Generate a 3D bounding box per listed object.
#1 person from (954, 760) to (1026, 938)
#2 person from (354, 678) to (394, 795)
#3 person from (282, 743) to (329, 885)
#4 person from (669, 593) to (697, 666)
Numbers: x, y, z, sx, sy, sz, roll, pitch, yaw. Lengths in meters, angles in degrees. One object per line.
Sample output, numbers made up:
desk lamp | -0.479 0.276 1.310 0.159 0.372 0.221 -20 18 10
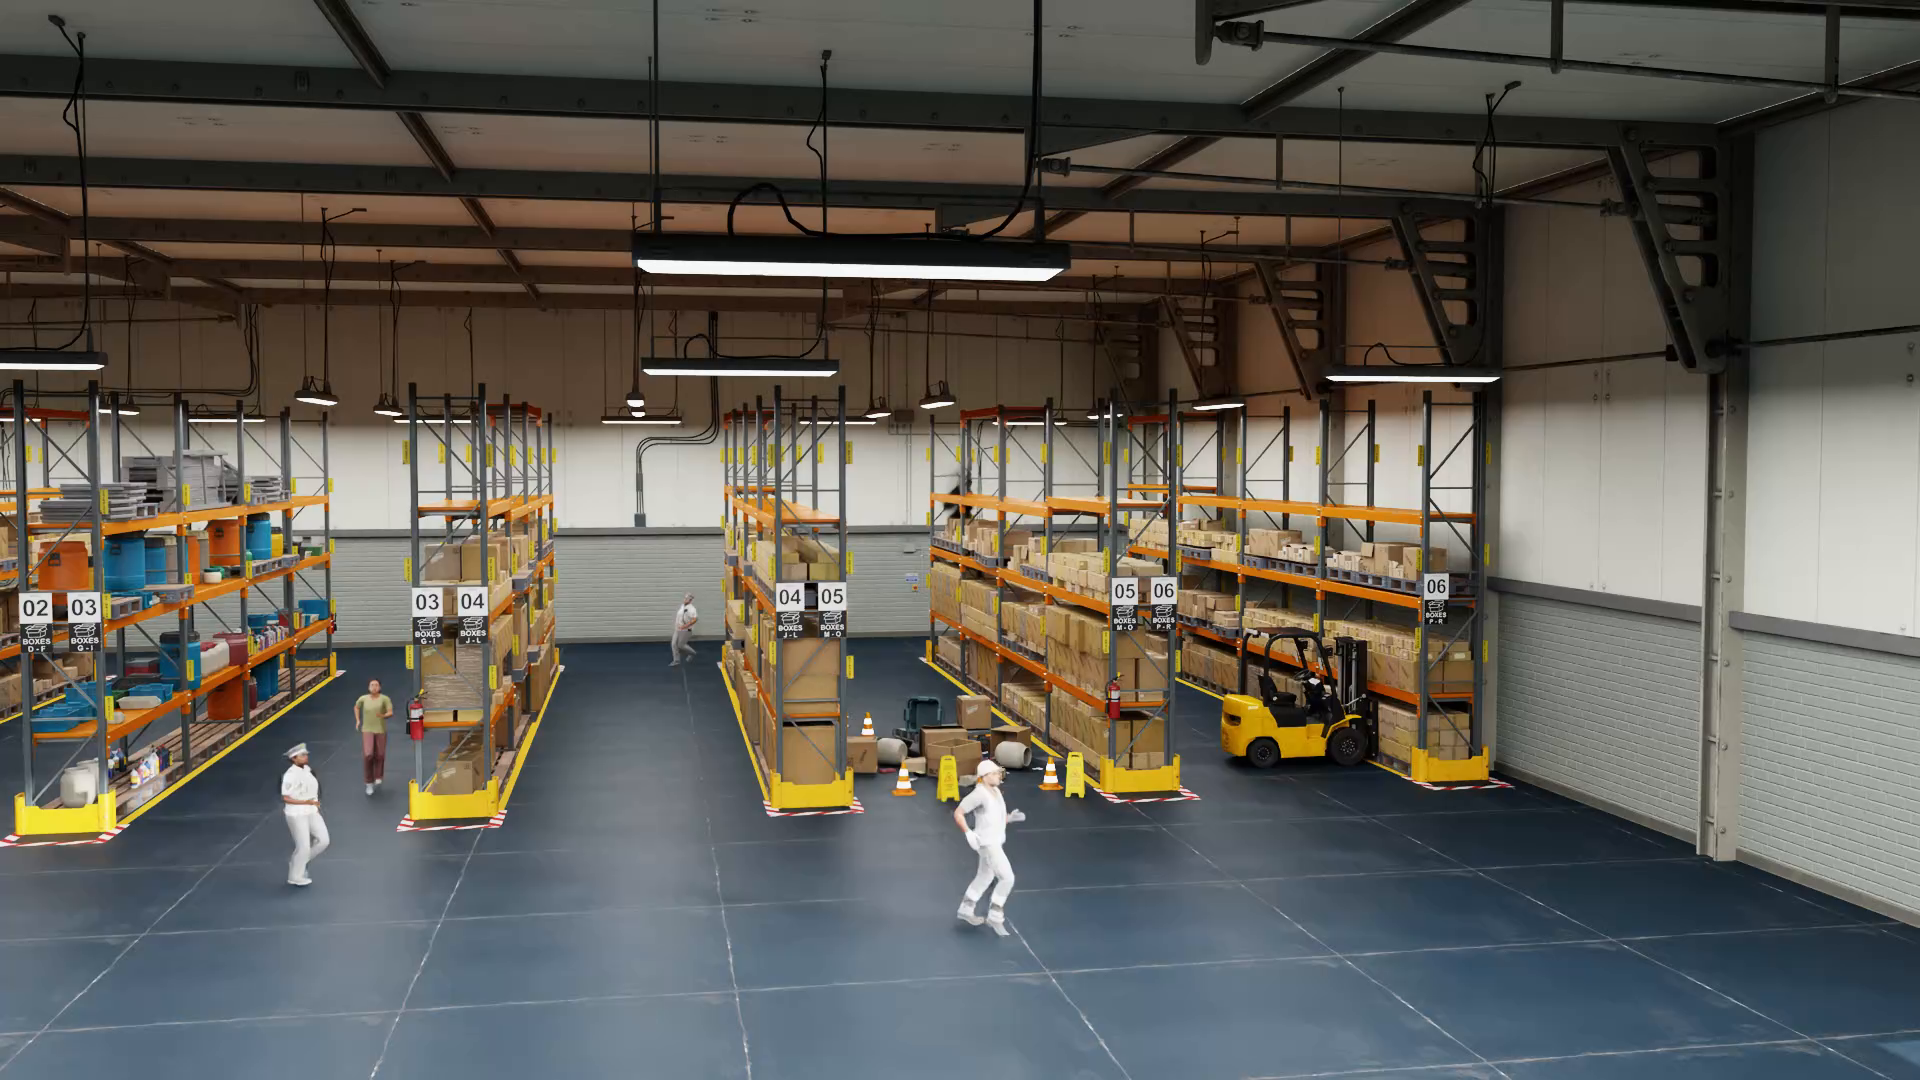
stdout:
person | 0.312 3.225 17.419 0.762 1.839 0.643 1 3 18
person | -8.740 2.908 24.831 0.543 1.721 0.723 -1 3 -22
person | -7.588 3.182 19.350 0.540 1.657 0.566 1 3 17
person | -6.590 2.136 39.705 0.695 1.757 0.714 -3 4 -44
